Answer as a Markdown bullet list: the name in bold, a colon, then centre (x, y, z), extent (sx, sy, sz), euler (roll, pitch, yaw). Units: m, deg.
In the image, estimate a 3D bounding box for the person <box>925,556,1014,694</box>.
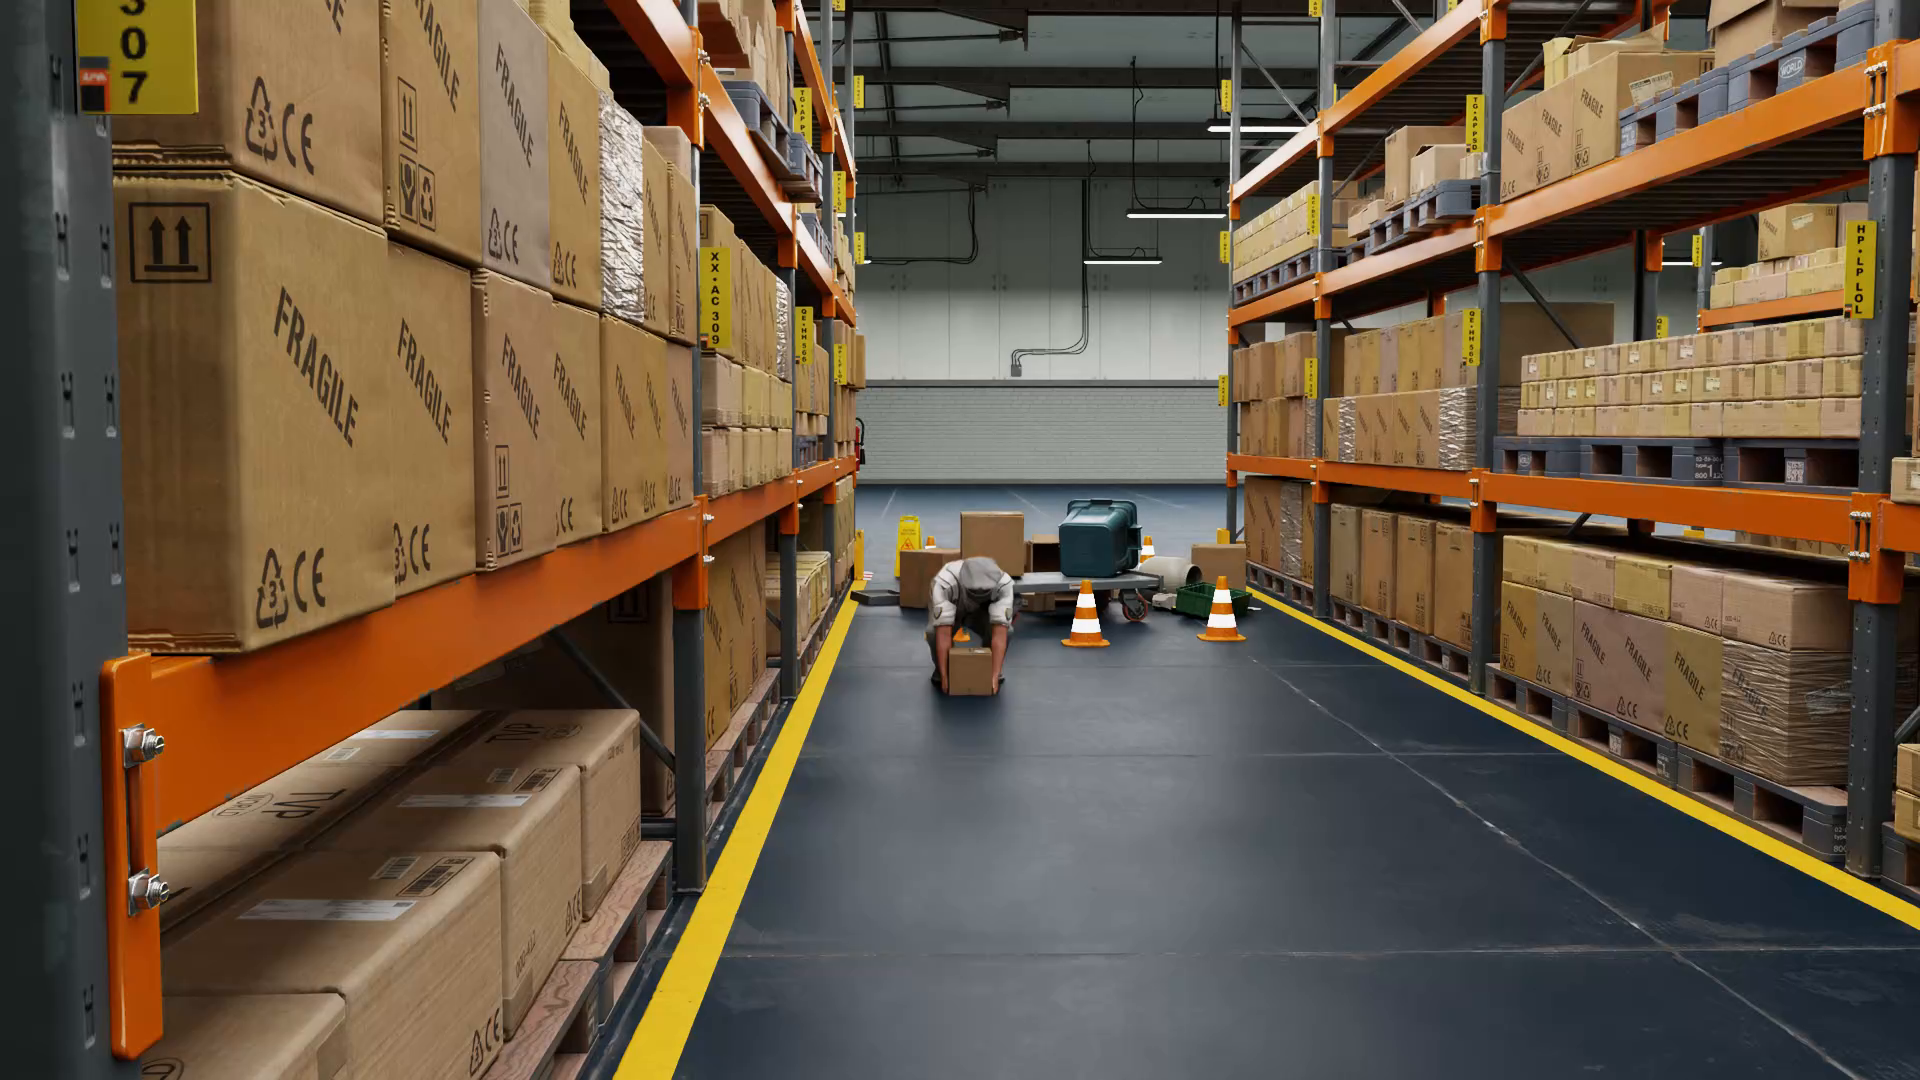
- **person**: centre (0.055, 0.501, 10.098), extent (0.534, 0.857, 1.007), euler (0, 4, -3)
